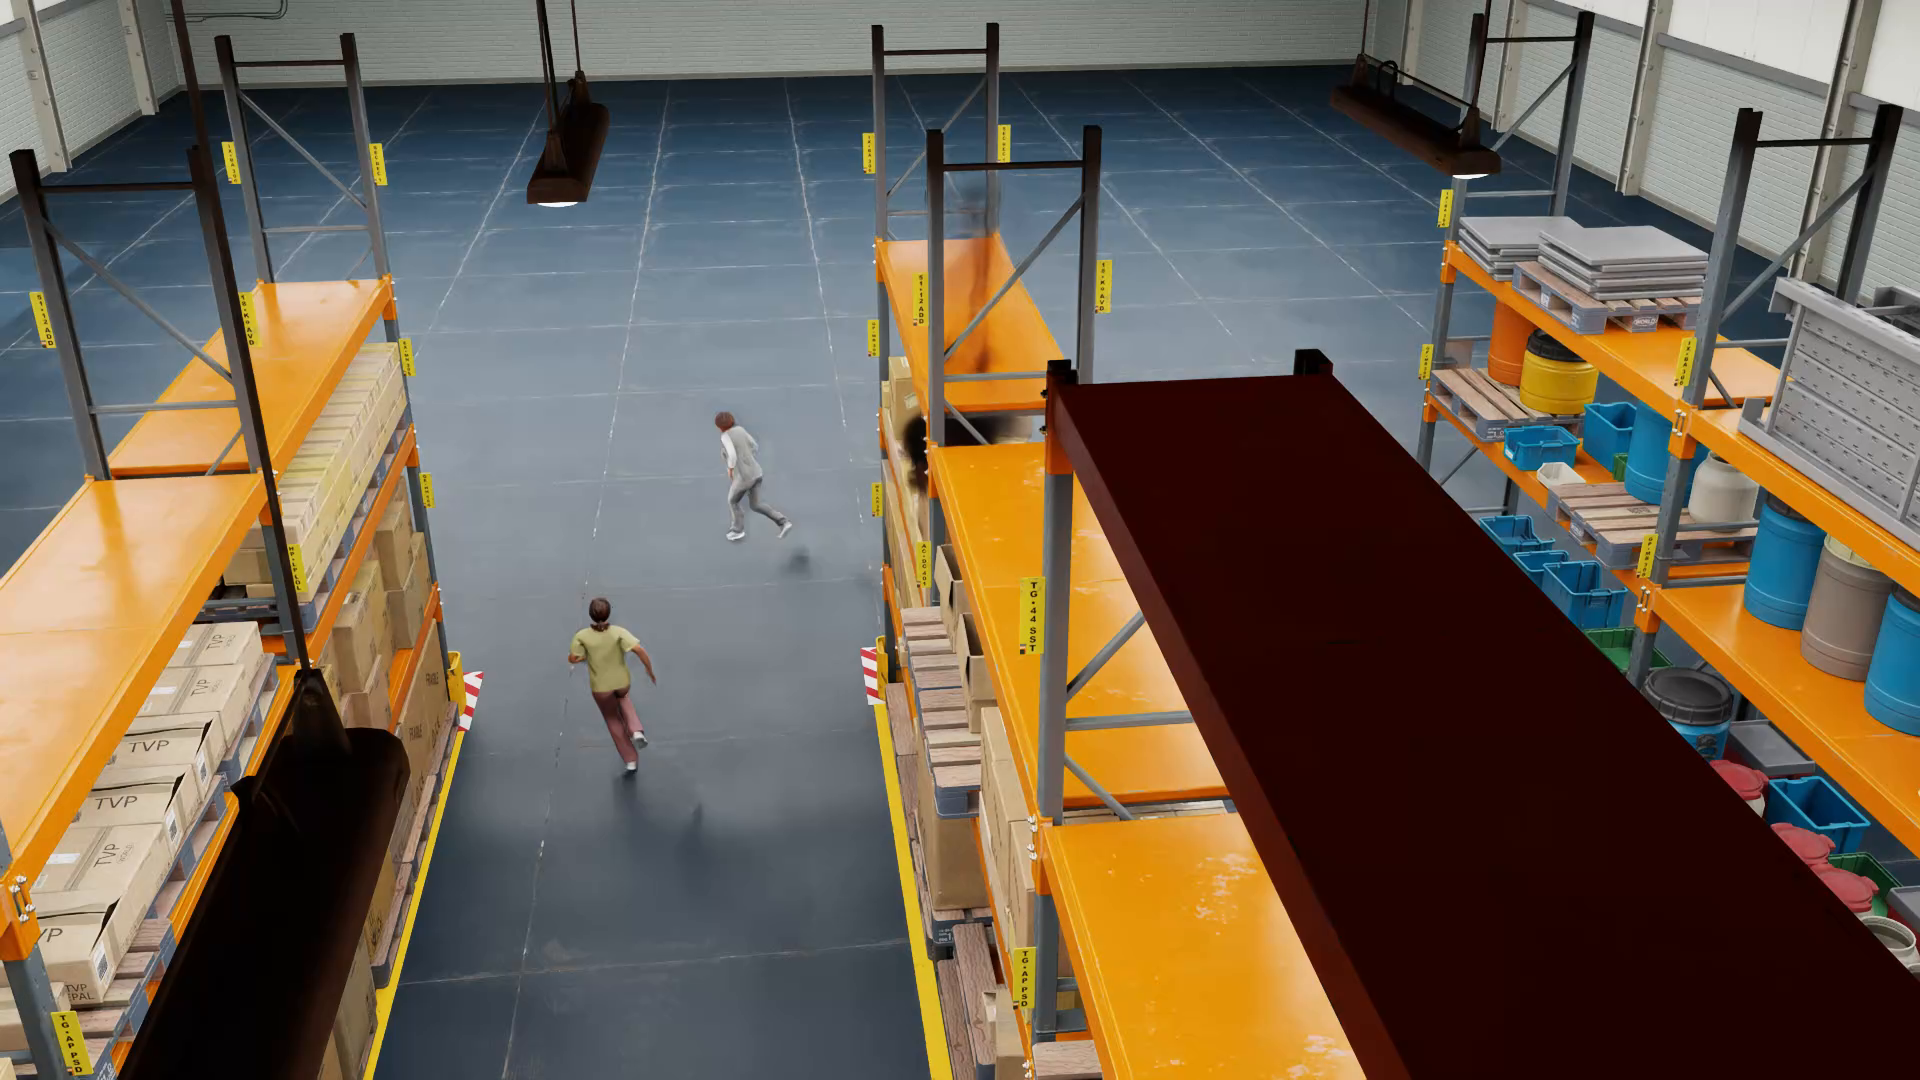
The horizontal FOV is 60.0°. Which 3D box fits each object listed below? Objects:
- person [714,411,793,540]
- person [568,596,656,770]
[{"bbox_3d":[-2.240,-0.615,18.069,0.900,1.549,0.560,10,27,21],"label":"person"},{"bbox_3d":[-2.957,1.201,14.125,0.666,1.627,0.579,-12,28,-24],"label":"person"}]
